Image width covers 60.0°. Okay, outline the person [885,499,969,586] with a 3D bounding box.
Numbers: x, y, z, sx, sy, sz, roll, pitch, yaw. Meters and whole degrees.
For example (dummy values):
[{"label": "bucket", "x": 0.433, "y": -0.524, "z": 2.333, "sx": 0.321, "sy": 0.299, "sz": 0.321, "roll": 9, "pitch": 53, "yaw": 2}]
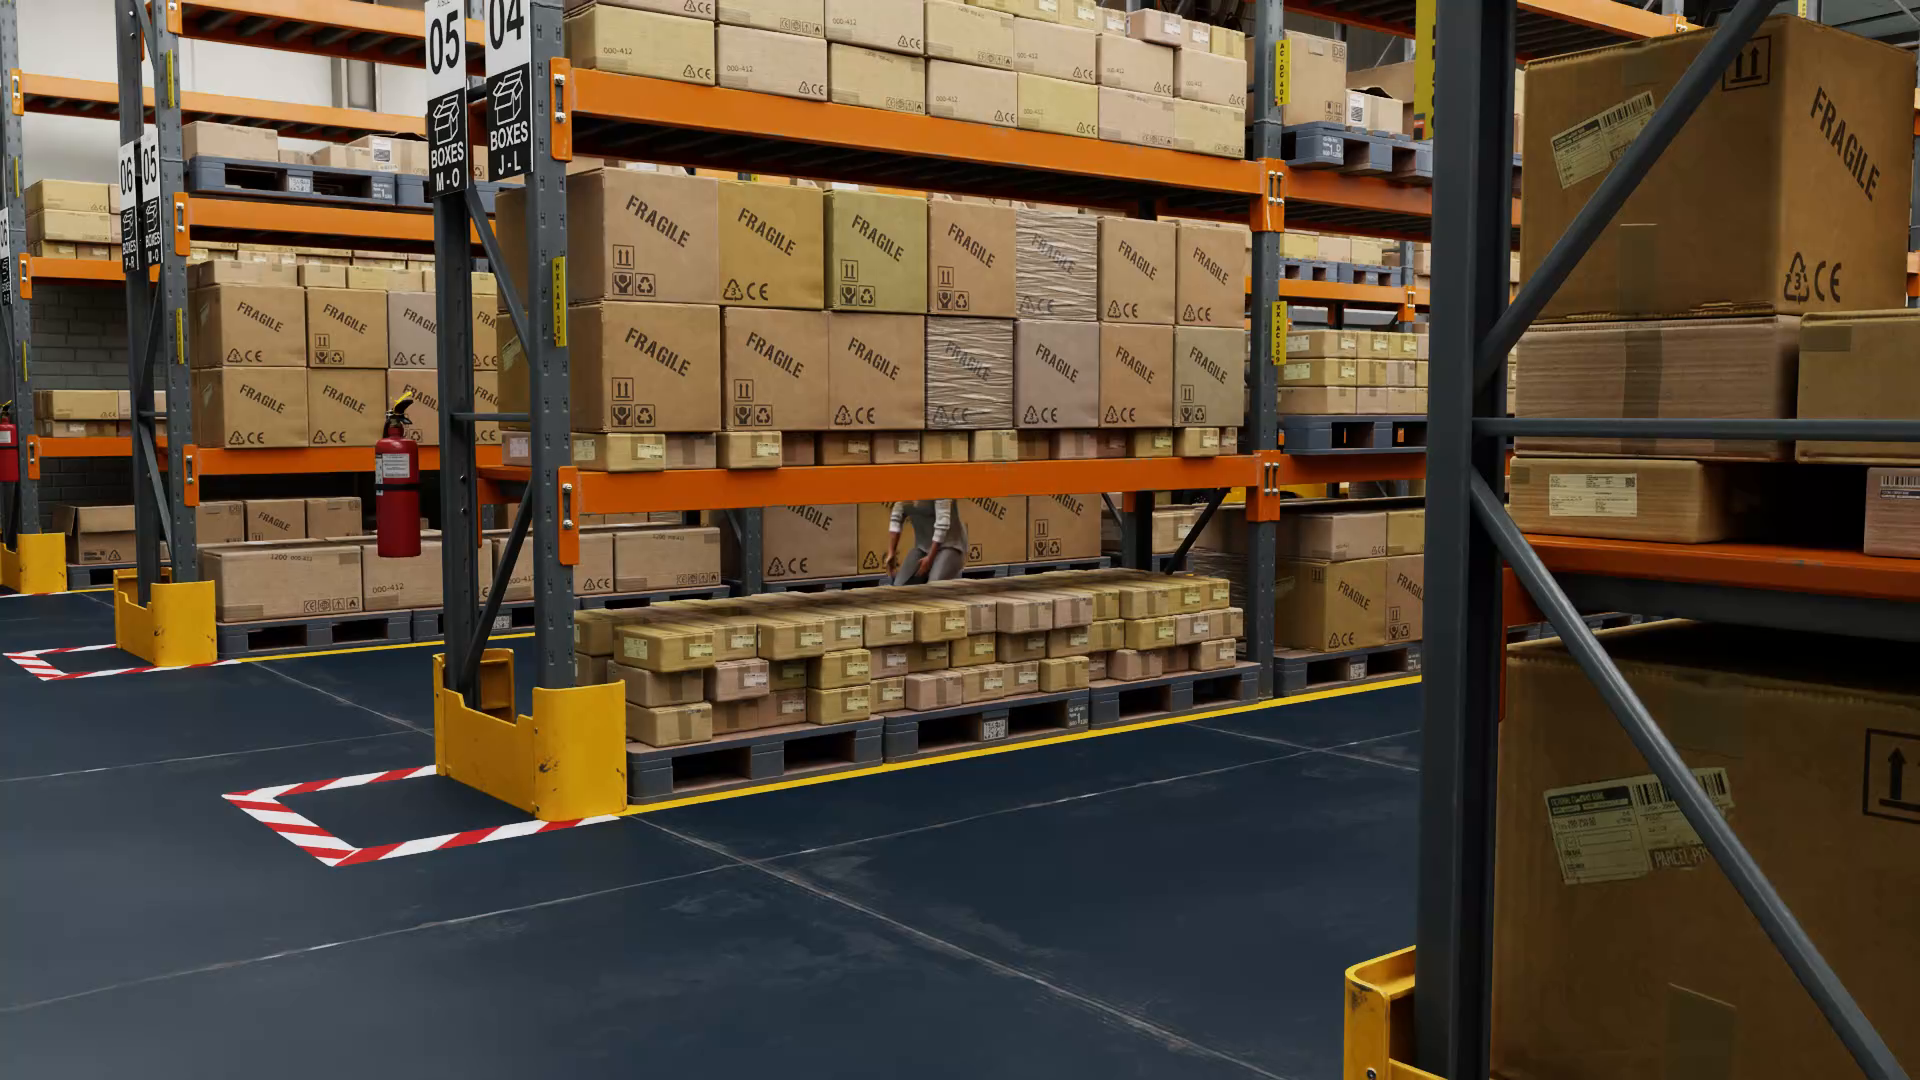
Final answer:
[{"label": "person", "x": -0.185, "y": 0.086, "z": 9.802, "sx": 0.458, "sy": 1.385, "sz": 0.581, "roll": 4, "pitch": 6, "yaw": 43}]
